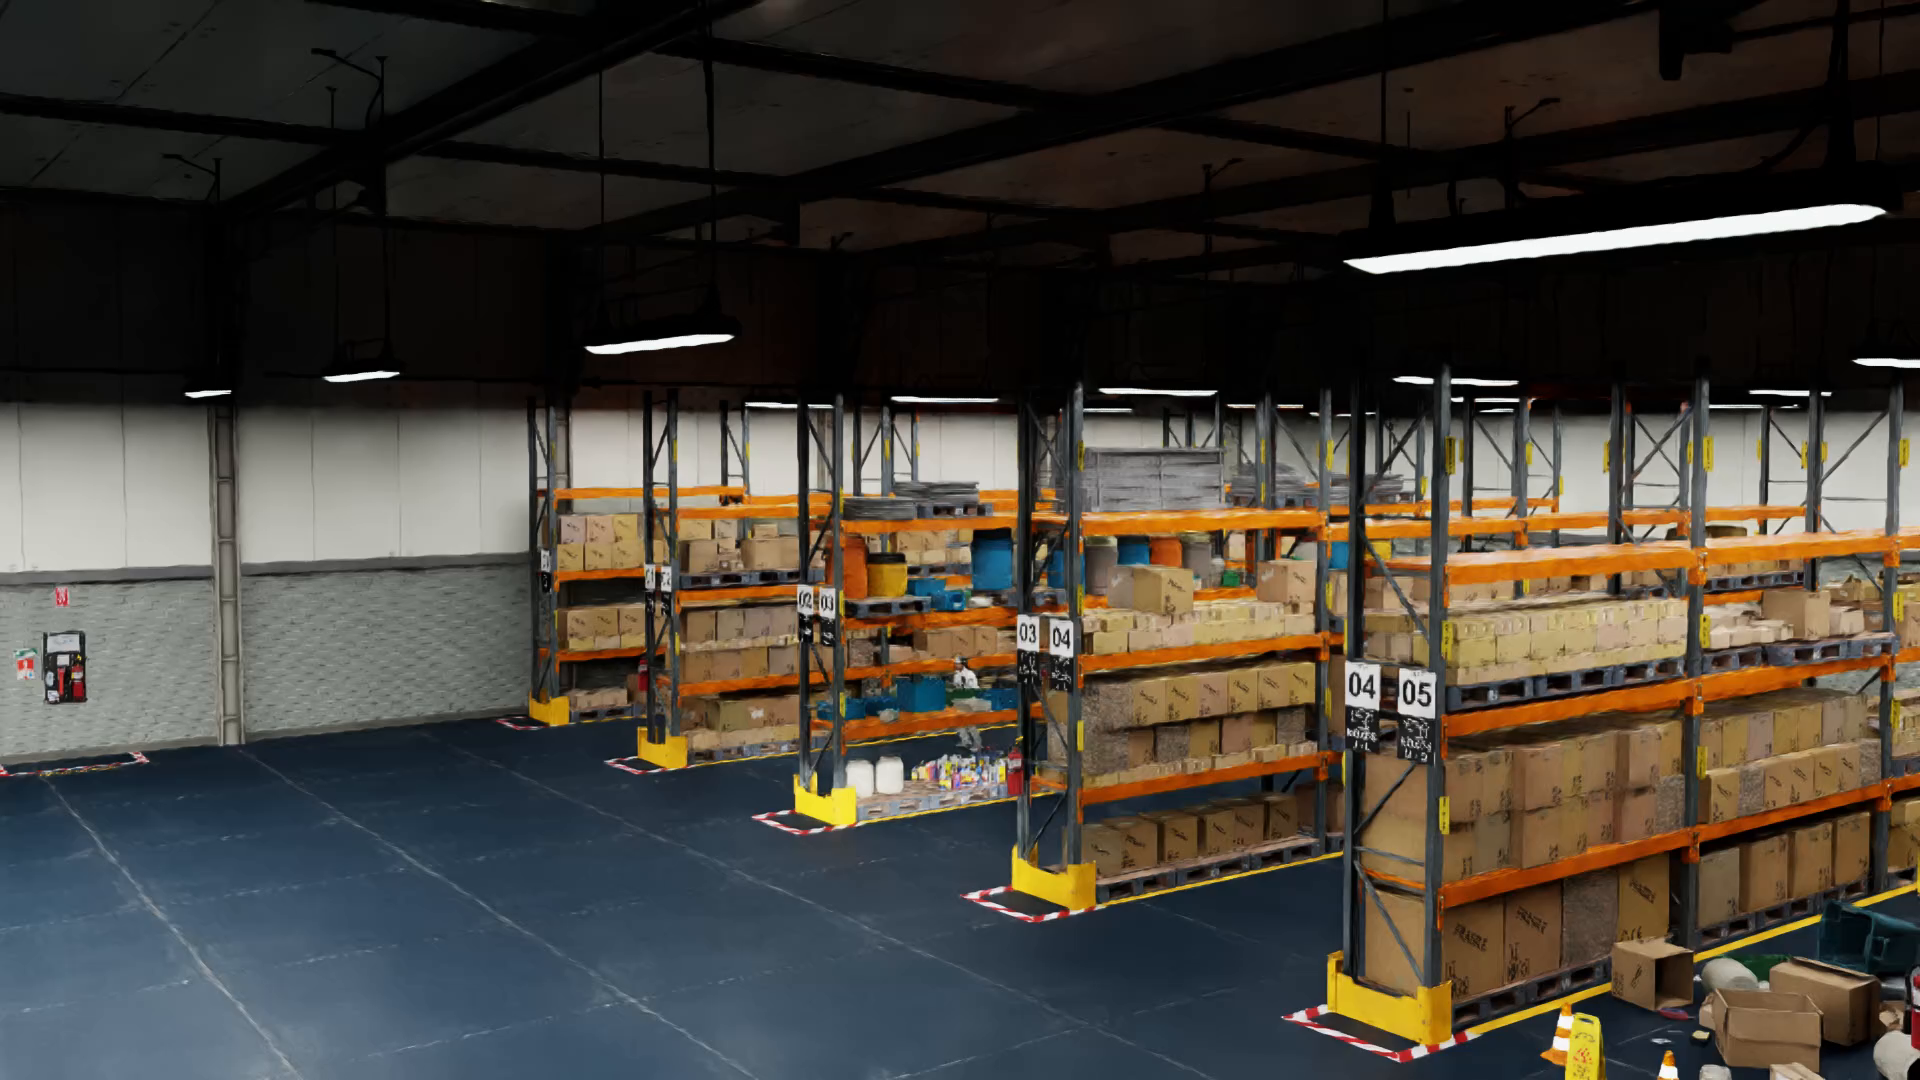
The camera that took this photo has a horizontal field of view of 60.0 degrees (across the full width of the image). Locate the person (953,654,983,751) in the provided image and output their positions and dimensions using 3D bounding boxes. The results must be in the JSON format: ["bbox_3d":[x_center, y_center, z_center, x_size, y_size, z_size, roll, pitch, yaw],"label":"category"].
[{"bbox_3d":[0.105,2.711,27.863,0.506,1.632,0.639,-3,4,-37],"label":"person"}]

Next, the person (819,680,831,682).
[{"bbox_3d":[-2.637,2.332,32.648,0.469,1.766,0.642,2,4,30],"label":"person"}]
